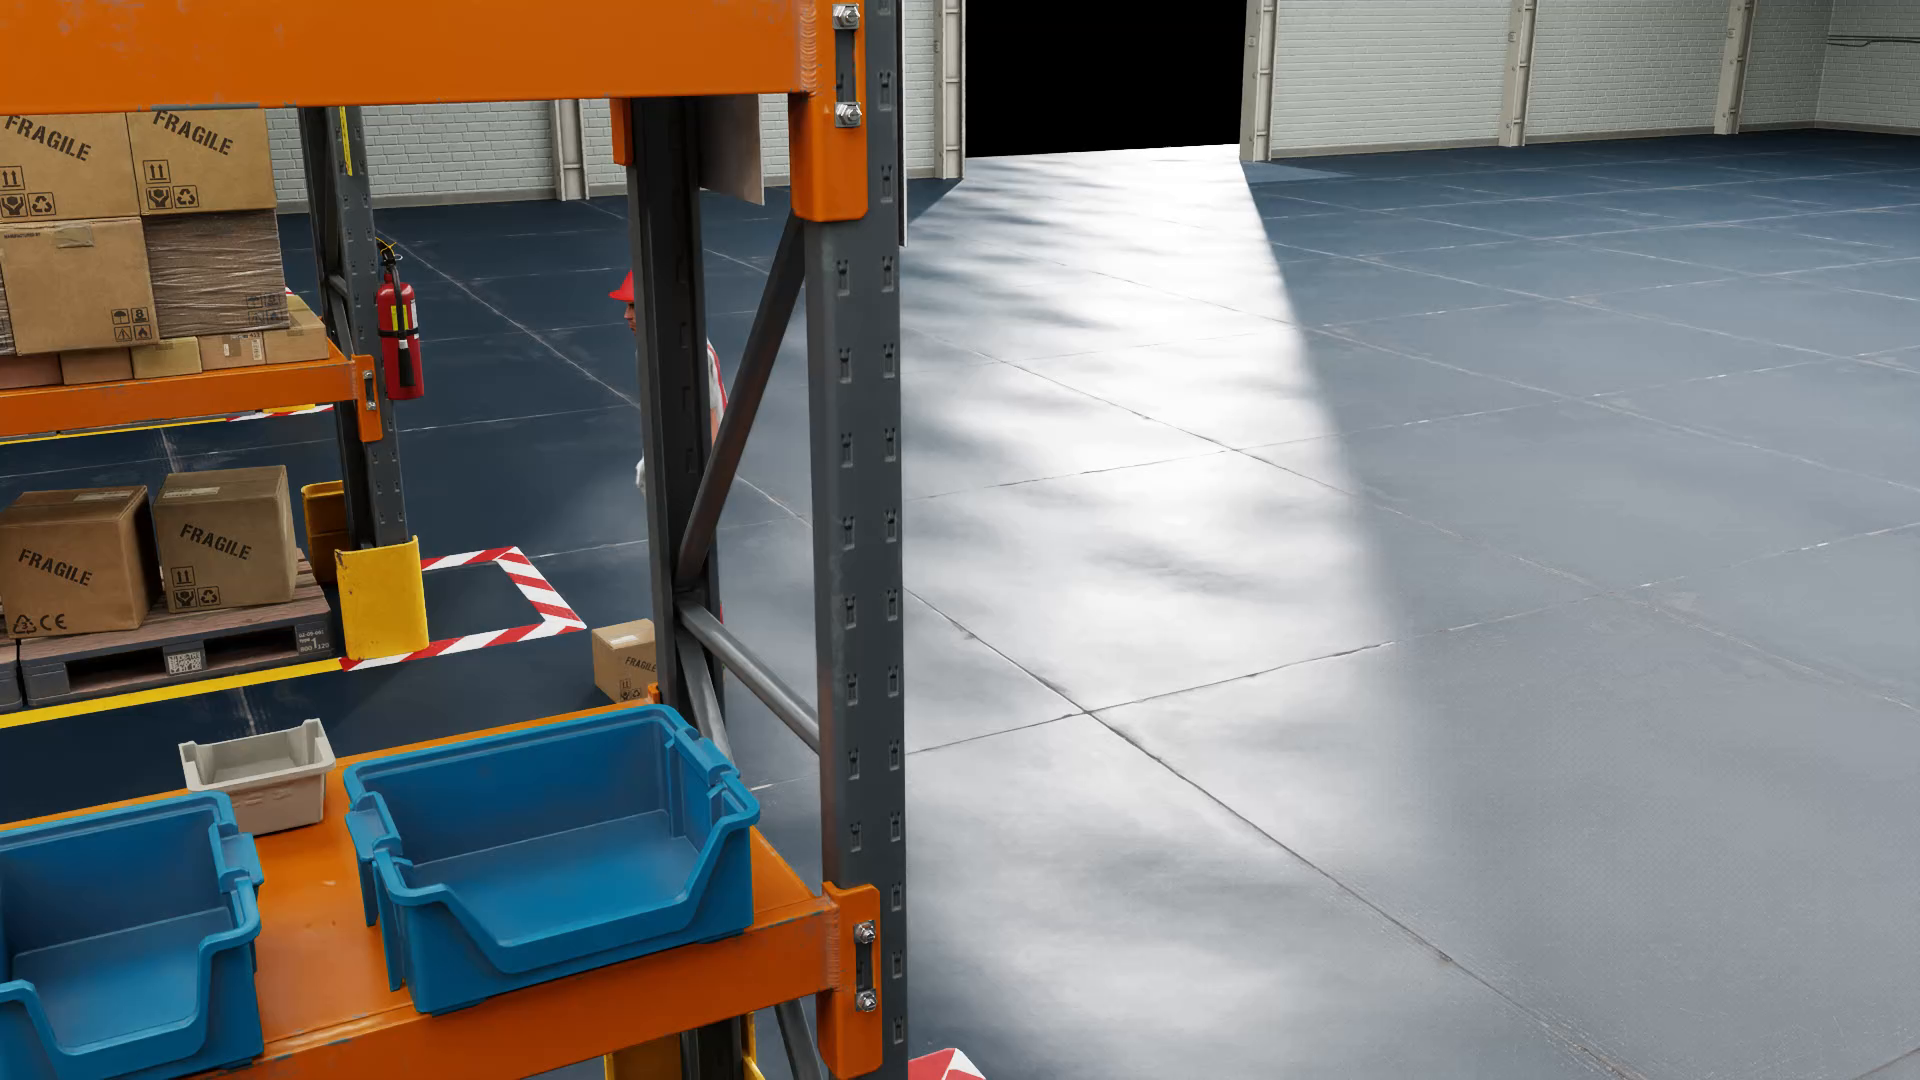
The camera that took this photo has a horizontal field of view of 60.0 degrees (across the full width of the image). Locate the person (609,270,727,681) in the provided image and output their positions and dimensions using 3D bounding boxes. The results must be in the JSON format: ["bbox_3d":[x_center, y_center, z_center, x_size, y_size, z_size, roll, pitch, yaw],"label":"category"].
[{"bbox_3d":[-1.168,-0.253,6.801,0.452,1.779,0.608,-10,21,-27],"label":"person"}]
